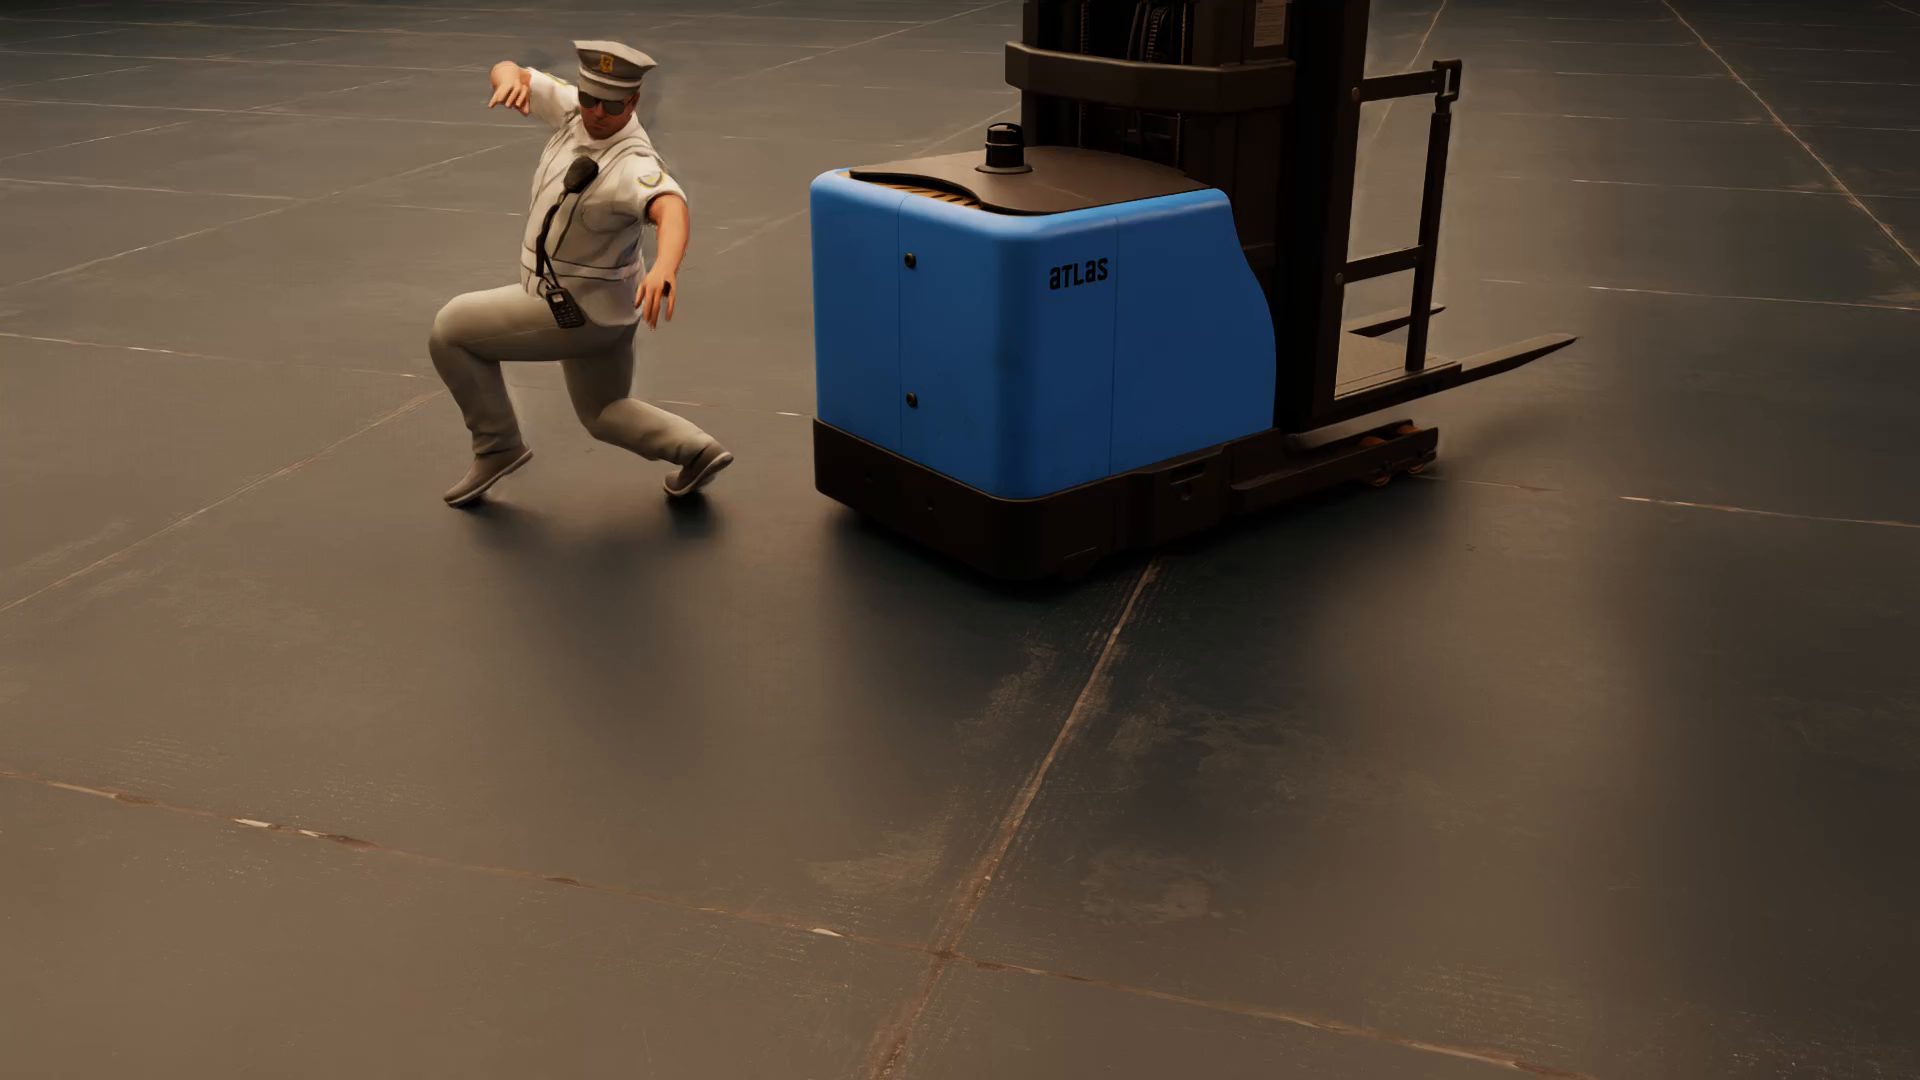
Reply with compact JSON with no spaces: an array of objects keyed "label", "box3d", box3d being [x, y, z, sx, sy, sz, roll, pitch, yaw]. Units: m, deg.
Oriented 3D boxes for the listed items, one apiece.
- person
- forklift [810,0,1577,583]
[{"label":"person","box3d":[-1.201,-0.709,4.959,0.957,1.472,0.984,0,22,0]},{"label":"forklift","box3d":[1.001,-1.673,5.333,3.031,2.935,1.130,-17,28,-35]}]
